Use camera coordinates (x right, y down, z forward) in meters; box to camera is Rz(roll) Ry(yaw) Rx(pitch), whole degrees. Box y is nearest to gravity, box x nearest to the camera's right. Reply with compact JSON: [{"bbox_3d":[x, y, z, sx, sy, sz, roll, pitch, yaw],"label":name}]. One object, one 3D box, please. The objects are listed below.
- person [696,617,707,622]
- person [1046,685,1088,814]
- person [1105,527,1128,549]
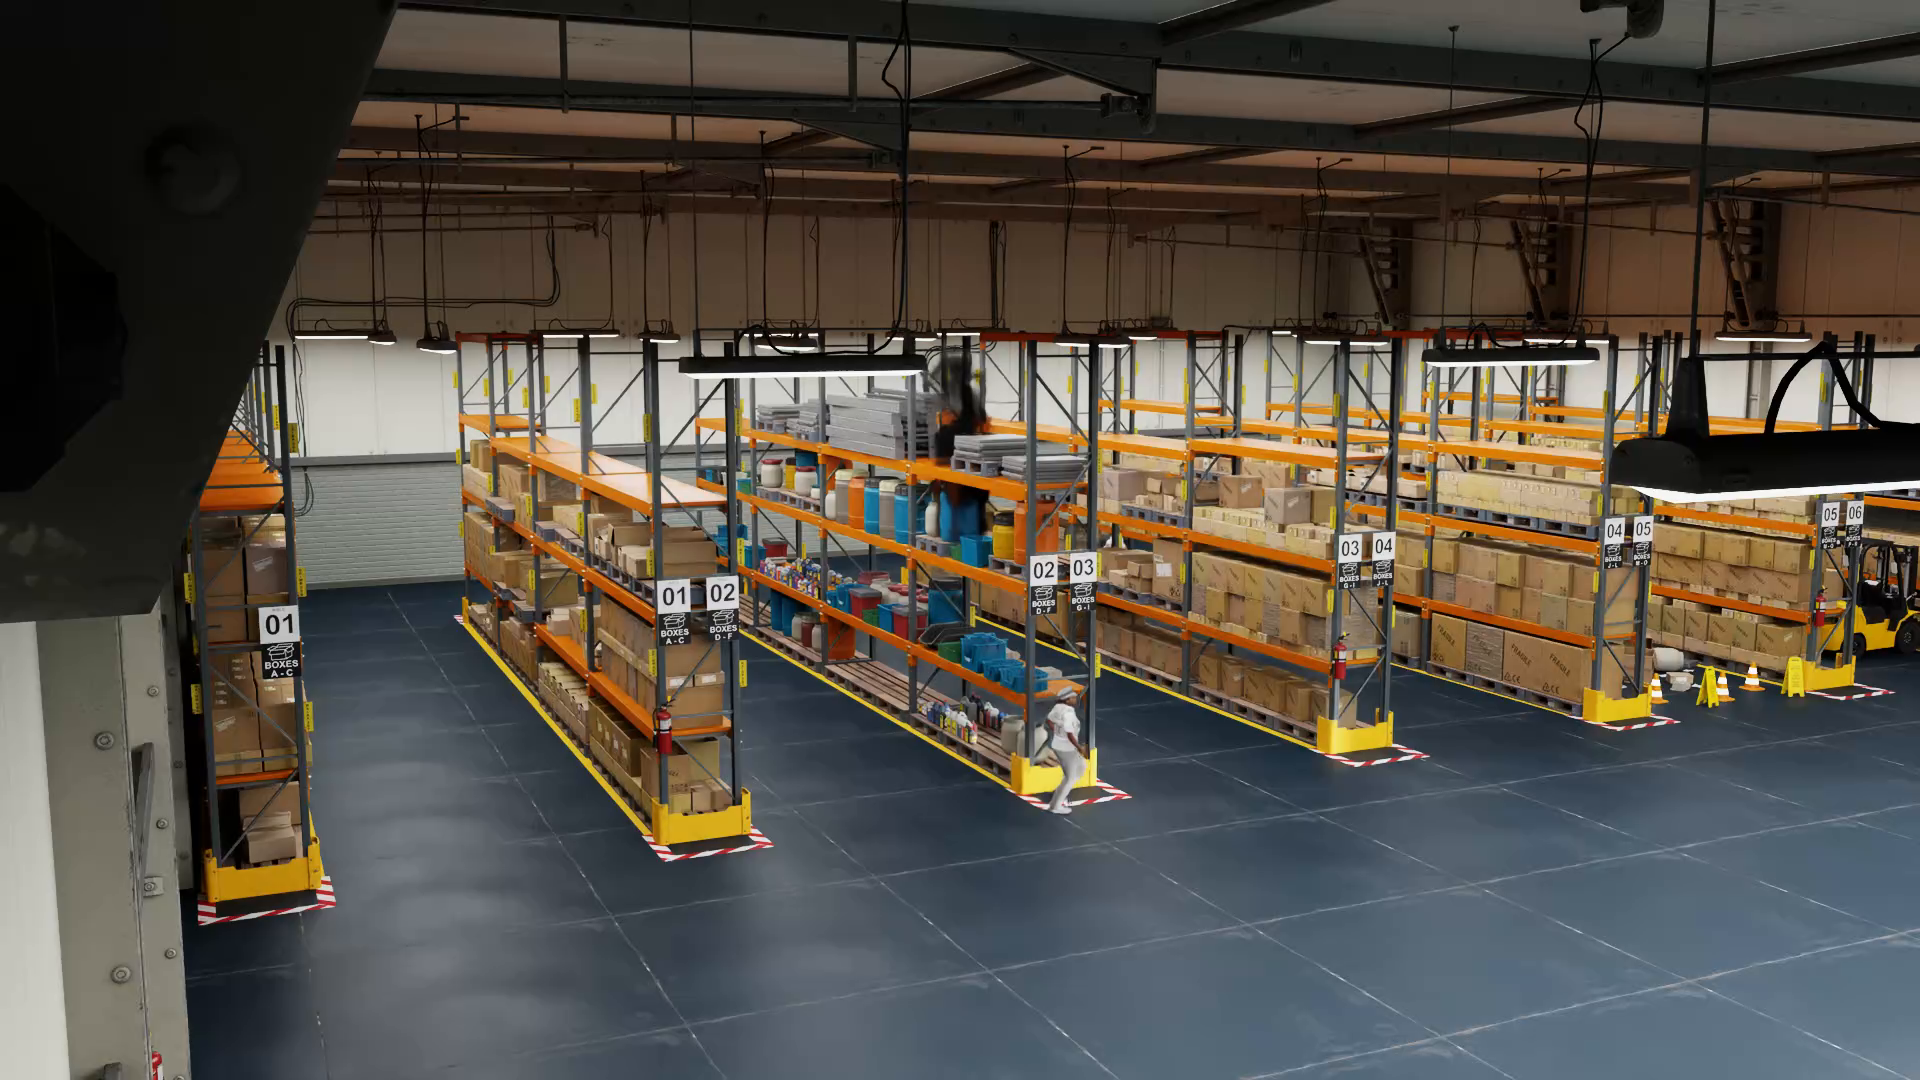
[{"bbox_3d":[-5.088,1.188,32.482,0.533,1.592,0.710,-3,8,-19],"label":"person"},{"bbox_3d":[1.406,2.663,21.219,0.552,1.665,0.567,-2,8,-14],"label":"person"},{"bbox_3d":[3.511,0.494,37.460,0.597,1.632,0.599,-4,9,-29],"label":"person"}]
